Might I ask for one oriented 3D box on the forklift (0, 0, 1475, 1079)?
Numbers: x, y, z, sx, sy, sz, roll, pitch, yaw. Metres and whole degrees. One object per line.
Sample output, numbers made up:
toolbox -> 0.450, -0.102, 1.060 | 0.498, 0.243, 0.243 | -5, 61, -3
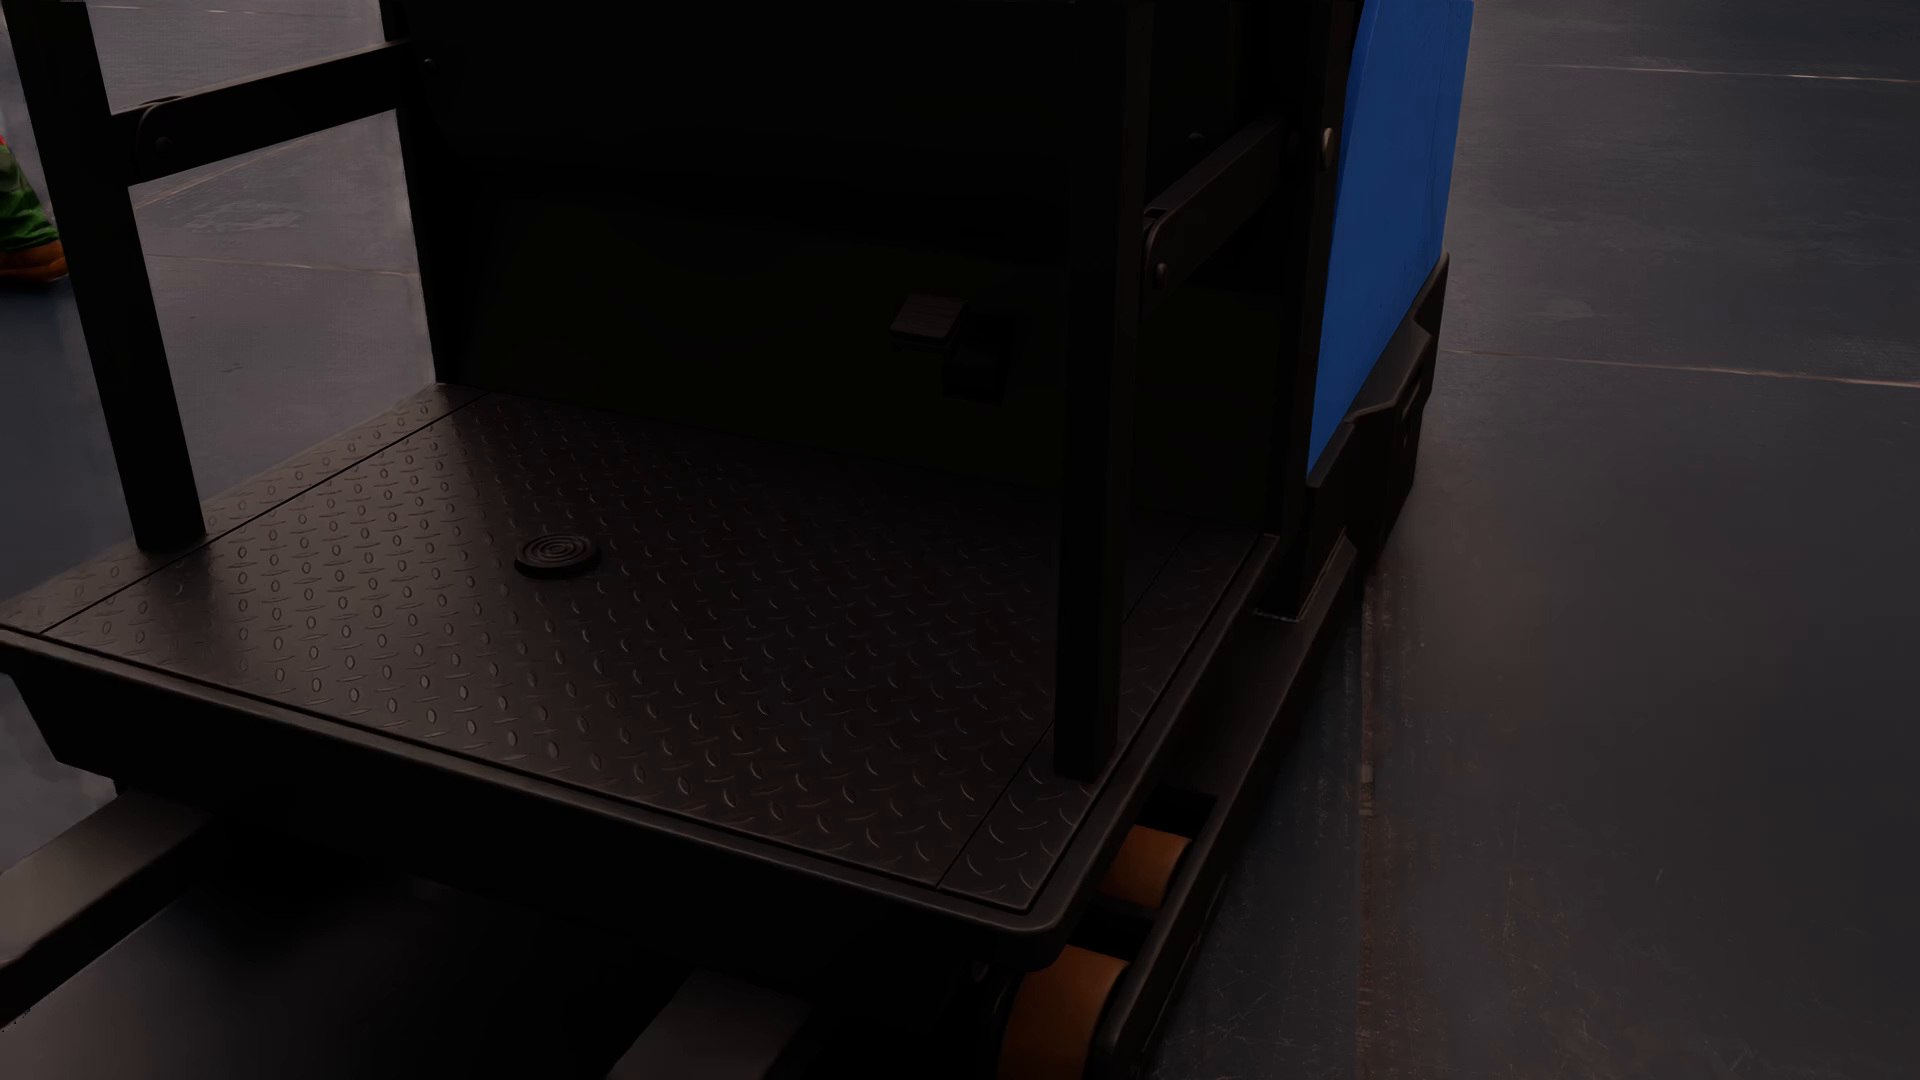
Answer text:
forklift -> -0.246, -1.006, 1.240 | 1.130, 2.935, 3.031 | 11, 29, 21

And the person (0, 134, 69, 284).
person -> -2.224, -1.307, 3.234 | 0.935, 1.753, 0.577 | 3, 27, 6
